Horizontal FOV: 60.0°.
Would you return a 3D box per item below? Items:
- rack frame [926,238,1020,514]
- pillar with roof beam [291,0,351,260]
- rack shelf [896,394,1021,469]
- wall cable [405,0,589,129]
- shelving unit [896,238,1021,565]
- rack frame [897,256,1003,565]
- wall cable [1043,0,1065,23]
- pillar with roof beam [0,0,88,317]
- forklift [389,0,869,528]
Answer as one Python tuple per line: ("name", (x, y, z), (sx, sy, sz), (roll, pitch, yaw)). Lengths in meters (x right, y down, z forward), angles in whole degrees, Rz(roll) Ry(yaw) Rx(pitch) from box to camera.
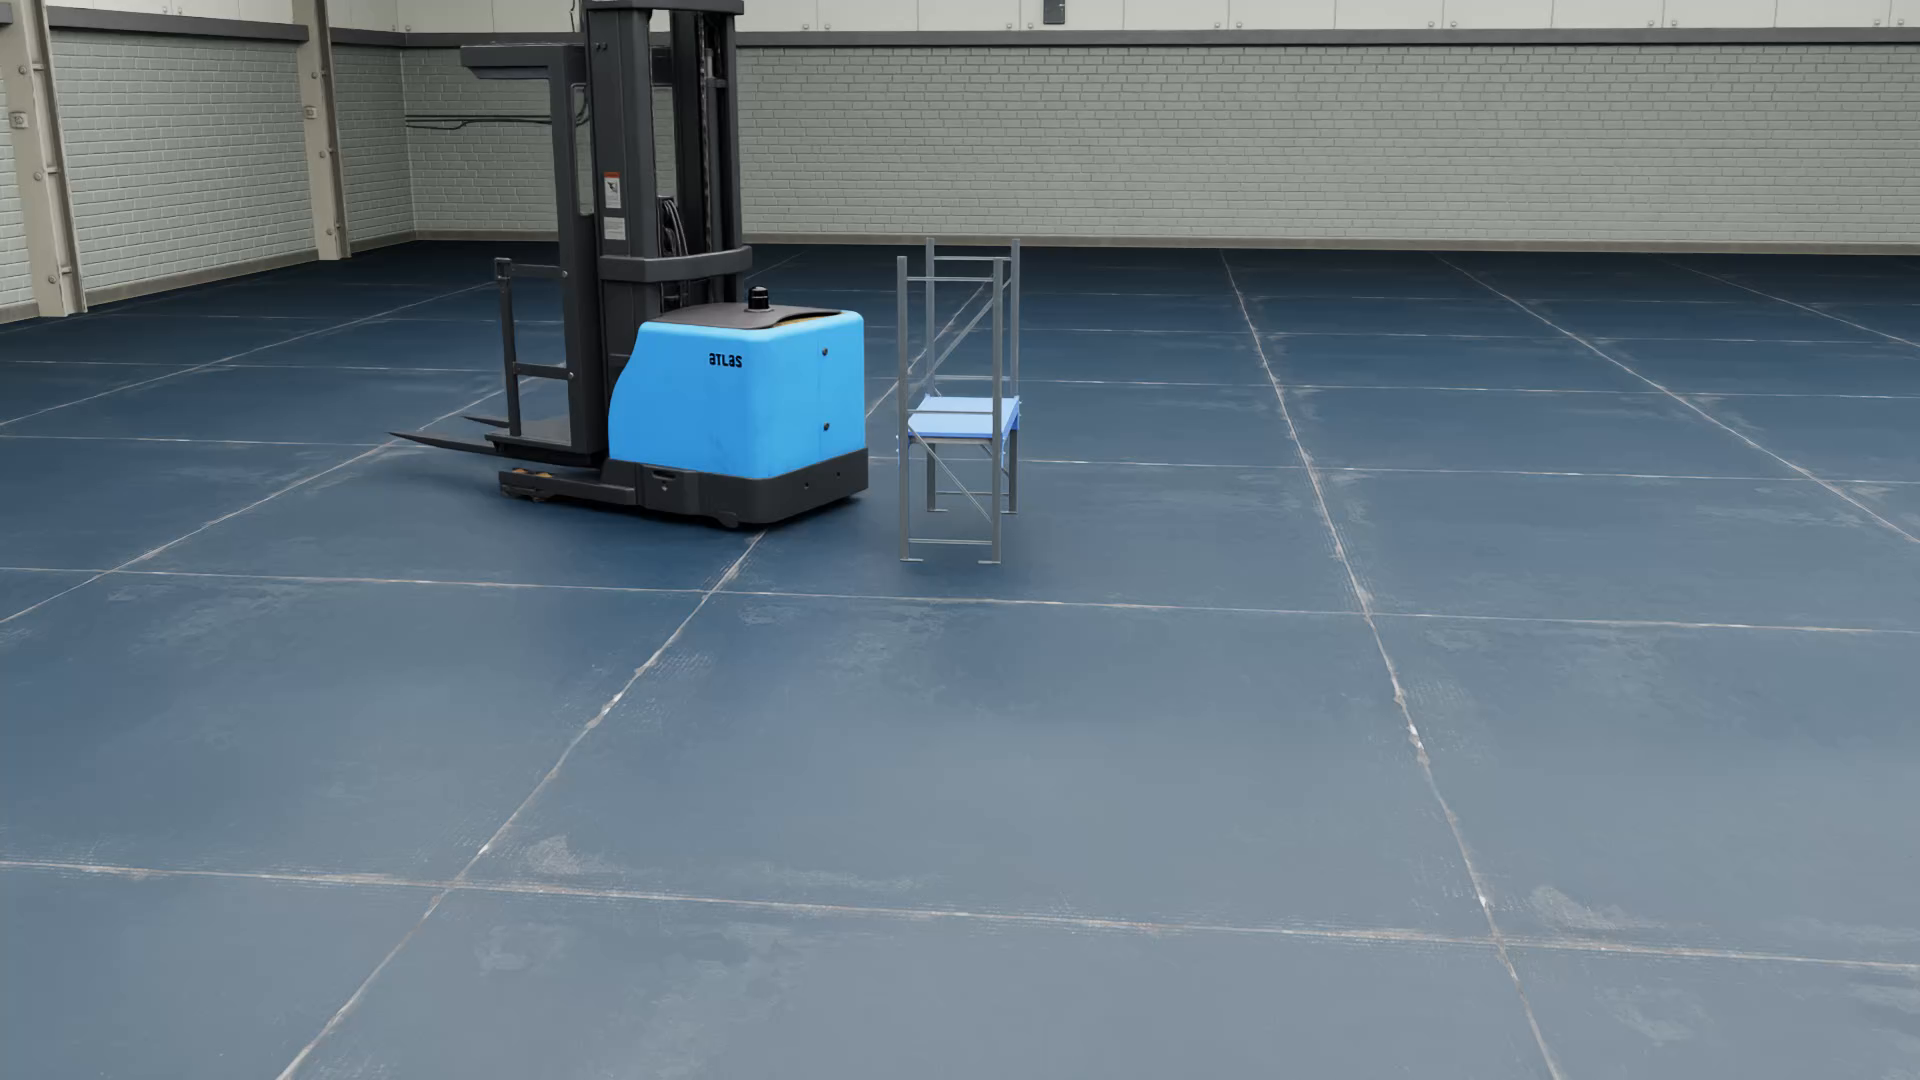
("rack frame", (0.067, -0.878, 9.036), (0.500, 1.500, 0.032), (2, 15, 6))
("pillar with roof beam", (-4.444, -8.141, 21.528), (9.100, 9.000, 0.400), (2, 15, 6))
("rack shelf", (0.010, -0.572, 8.595), (0.538, 0.185, 1.000), (2, 15, 6))
("wall cable", (-7.076, -7.494, 25.084), (3.097, 2.526, 0.112), (2, 15, 6))
("shelving unit", (0.010, -0.746, 8.548), (0.538, 1.500, 1.048), (2, 15, 6))
("rack frame", (-0.048, -0.614, 8.061), (0.500, 1.500, 0.032), (2, 15, 6))
("wall cable", (2.355, -10.351, 23.186), (2.305, 6.003, 0.169), (2, 15, 6))
("pillar with roof beam", (-5.121, -6.584, 15.773), (9.100, 9.000, 0.400), (2, 15, 6))
("forklift", (-2.053, -1.738, 9.474), (3.031, 2.935, 1.130), (9, 17, 29))
